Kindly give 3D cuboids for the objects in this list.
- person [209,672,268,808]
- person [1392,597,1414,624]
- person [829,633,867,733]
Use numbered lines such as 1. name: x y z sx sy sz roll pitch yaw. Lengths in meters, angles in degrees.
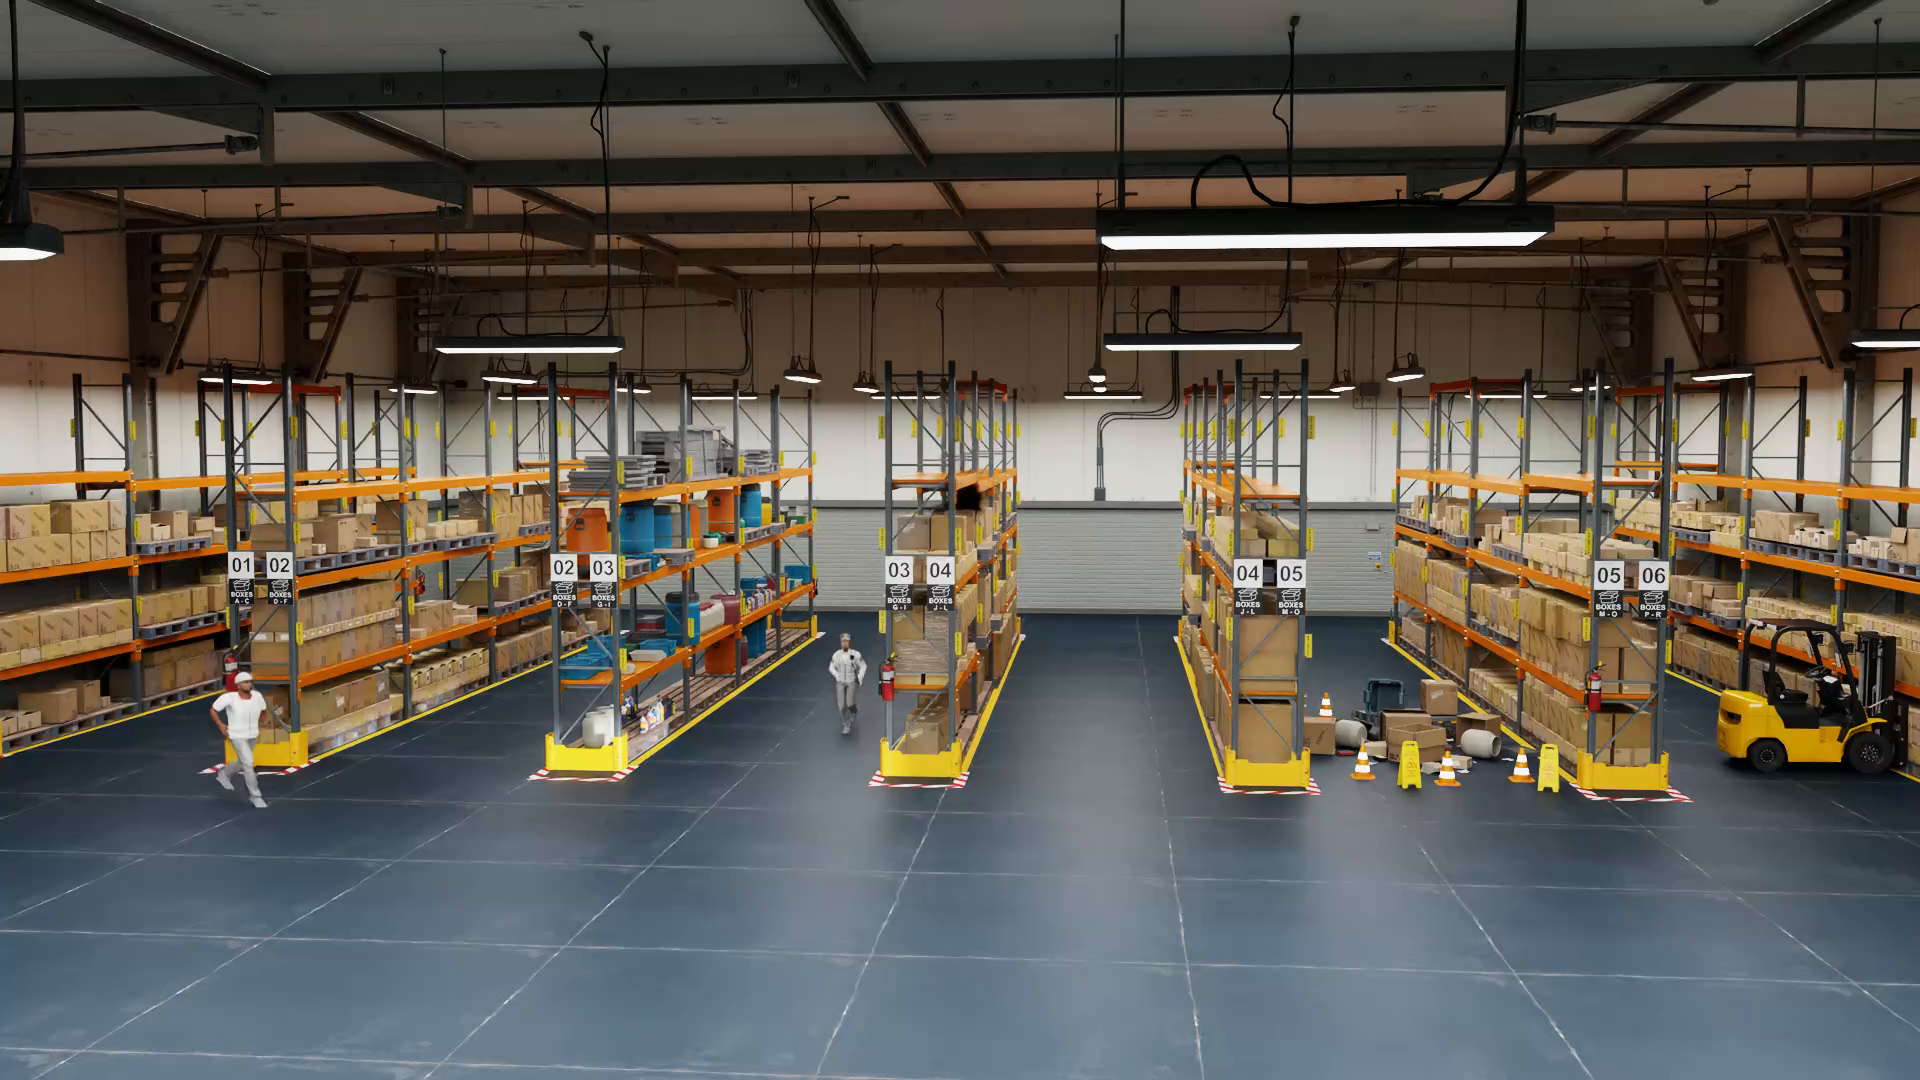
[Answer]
1. person: -9.644 2.669 22.363 1.067 1.816 0.663 2 4 27
2. person: 10.784 1.530 40.393 0.653 1.619 0.586 -1 4 -8
3. person: -1.879 2.370 27.573 0.612 1.658 0.548 0 4 6
